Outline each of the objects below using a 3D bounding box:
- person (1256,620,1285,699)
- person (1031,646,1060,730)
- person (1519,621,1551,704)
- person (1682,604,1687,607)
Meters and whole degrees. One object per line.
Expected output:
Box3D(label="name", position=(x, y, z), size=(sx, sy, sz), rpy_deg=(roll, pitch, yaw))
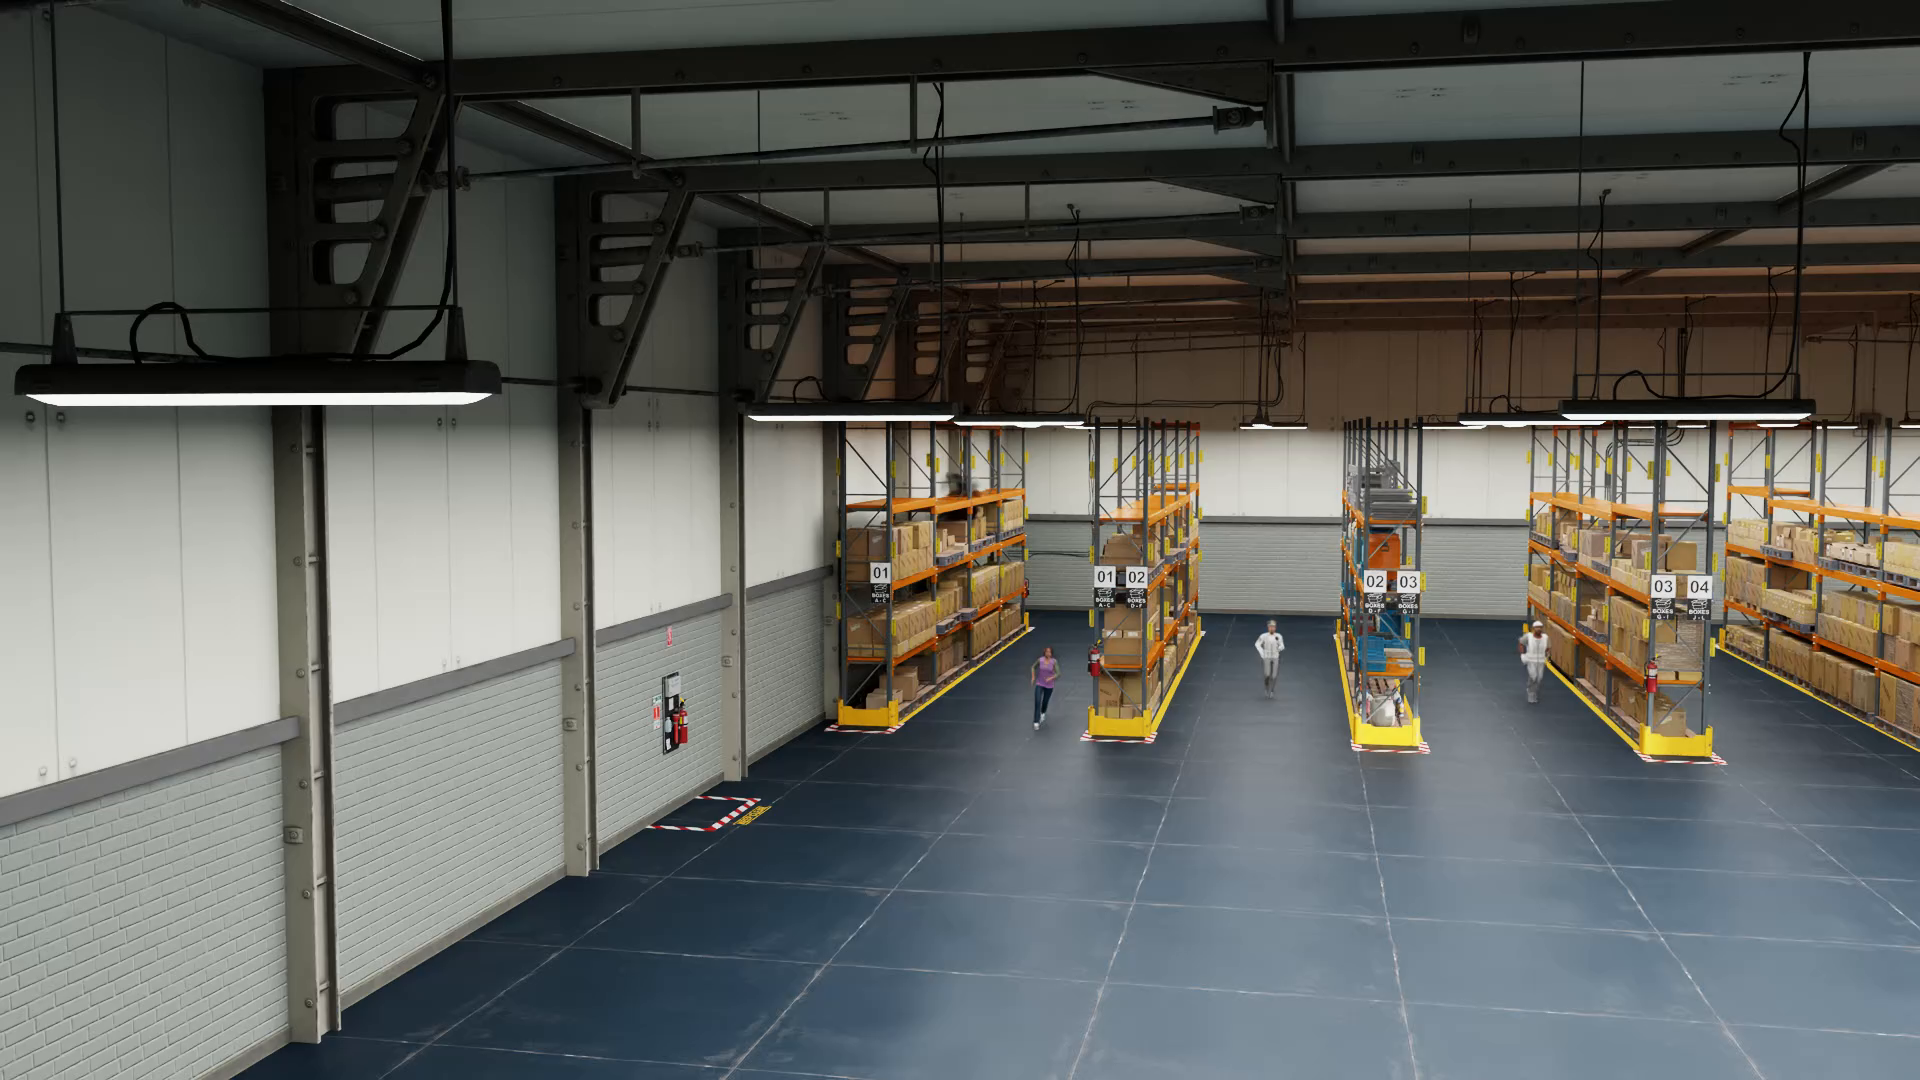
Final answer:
Box3D(label="person", position=(6.673, 2.567, 35.715), size=(0.580, 1.692, 0.600), rpy_deg=(0, 4, 3))
Box3D(label="person", position=(1.658, 2.847, 32.232), size=(0.575, 1.565, 0.851), rpy_deg=(0, 4, 6))
Box3D(label="person", position=(12.142, 2.576, 35.037), size=(0.605, 1.756, 0.775), rpy_deg=(0, 4, 0))
Box3D(label="person", position=(18.904, 2.060, 44.103), size=(0.784, 1.578, 0.646), rpy_deg=(-4, 5, -44))
